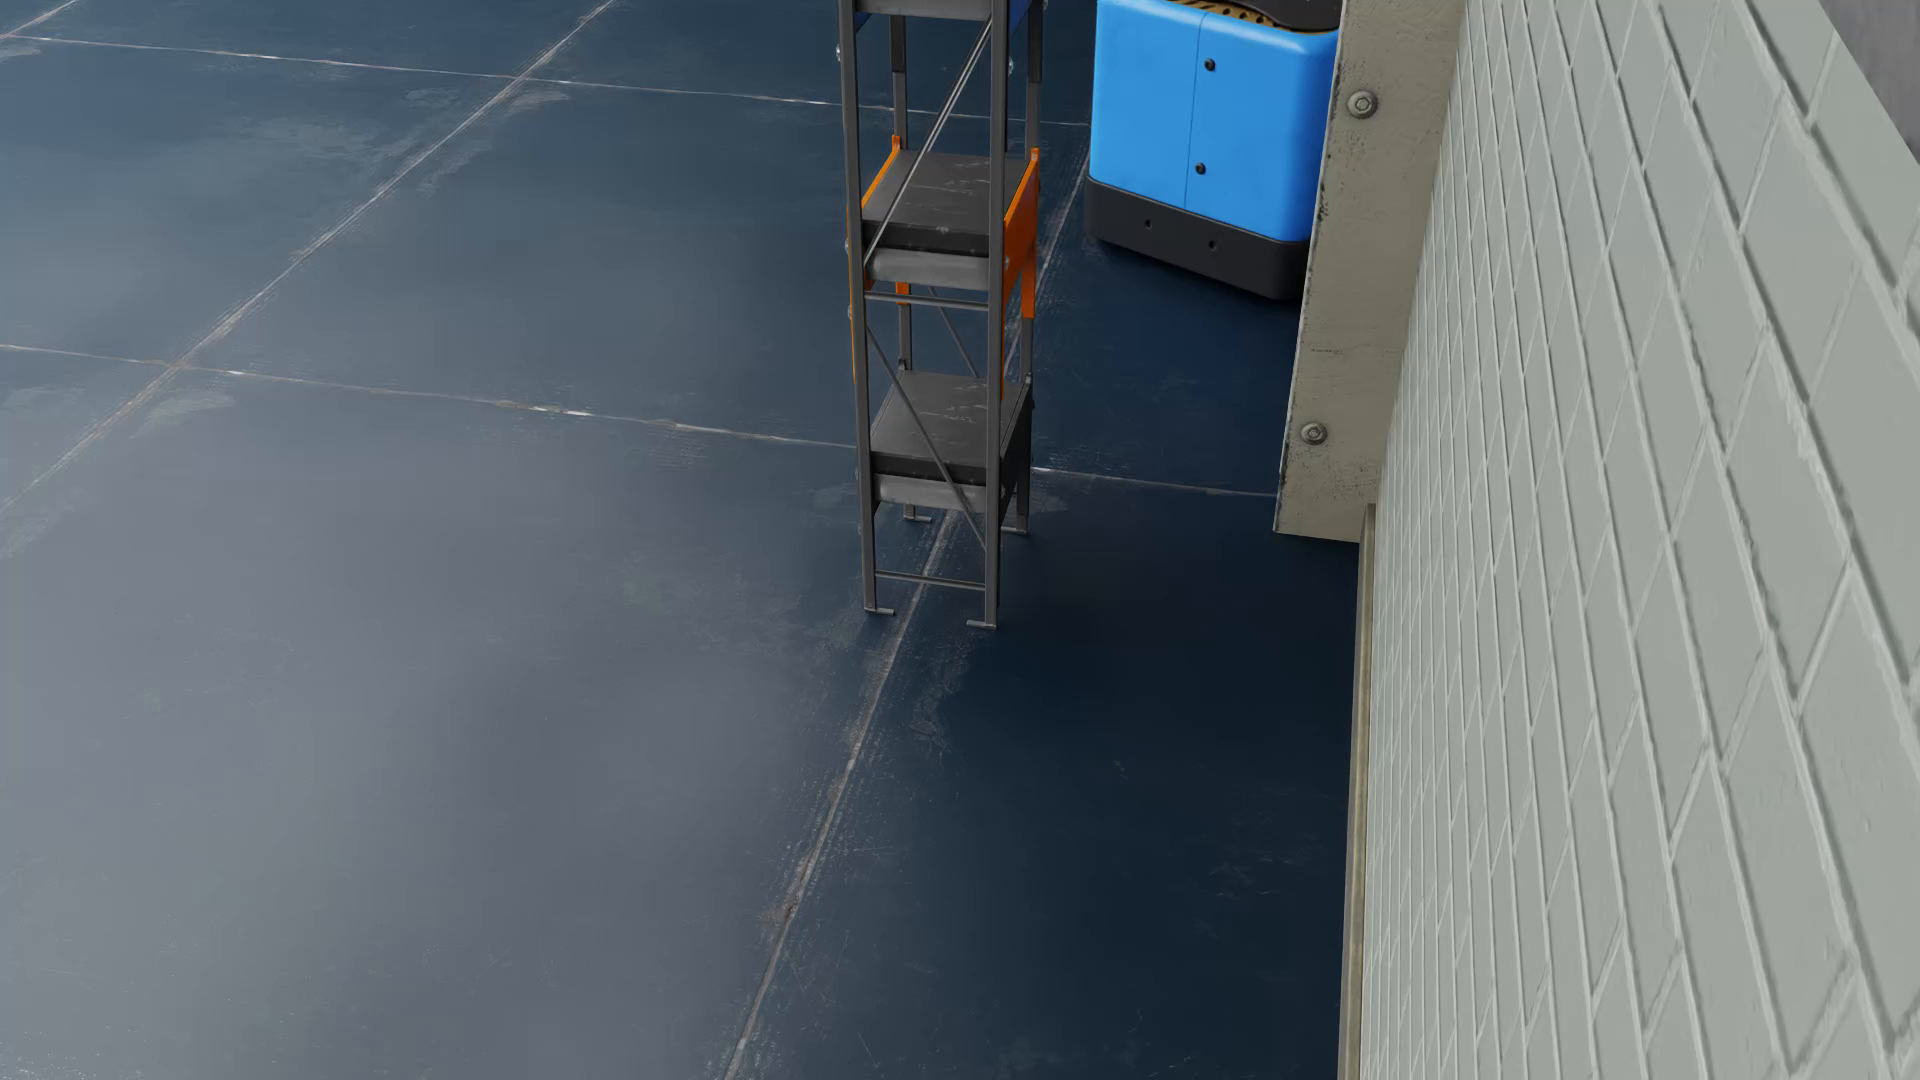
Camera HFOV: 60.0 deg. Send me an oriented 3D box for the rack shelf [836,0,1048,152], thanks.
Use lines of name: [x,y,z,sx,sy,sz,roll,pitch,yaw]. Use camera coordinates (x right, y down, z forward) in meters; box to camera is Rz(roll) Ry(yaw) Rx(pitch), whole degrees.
rack shelf: [-0.035,-1.311,4.100,0.431,0.518,0.480,7,37,10]

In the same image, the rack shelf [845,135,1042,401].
rack shelf: [-0.035,-0.744,4.511,0.431,0.518,0.480,7,37,10]

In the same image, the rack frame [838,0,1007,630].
rack frame: [-0.087,-0.615,4.310,0.400,2.100,0.015,7,37,10]

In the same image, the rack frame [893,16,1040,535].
rack frame: [0.017,-0.895,4.696,0.400,2.100,0.015,7,37,10]

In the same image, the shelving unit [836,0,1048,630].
shelving unit: [-0.035,-0.755,4.503,0.431,2.100,0.503,7,37,10]

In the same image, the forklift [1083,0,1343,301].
forklift: [1.844,-2.901,6.756,1.130,2.935,3.031,26,43,31]

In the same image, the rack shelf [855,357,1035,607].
rack shelf: [-0.035,-0.177,4.922,0.431,0.518,0.480,7,37,10]

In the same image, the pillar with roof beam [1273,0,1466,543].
pillar with roof beam: [-3.018,-4.303,3.520,9.100,9.000,0.400,7,37,10]
